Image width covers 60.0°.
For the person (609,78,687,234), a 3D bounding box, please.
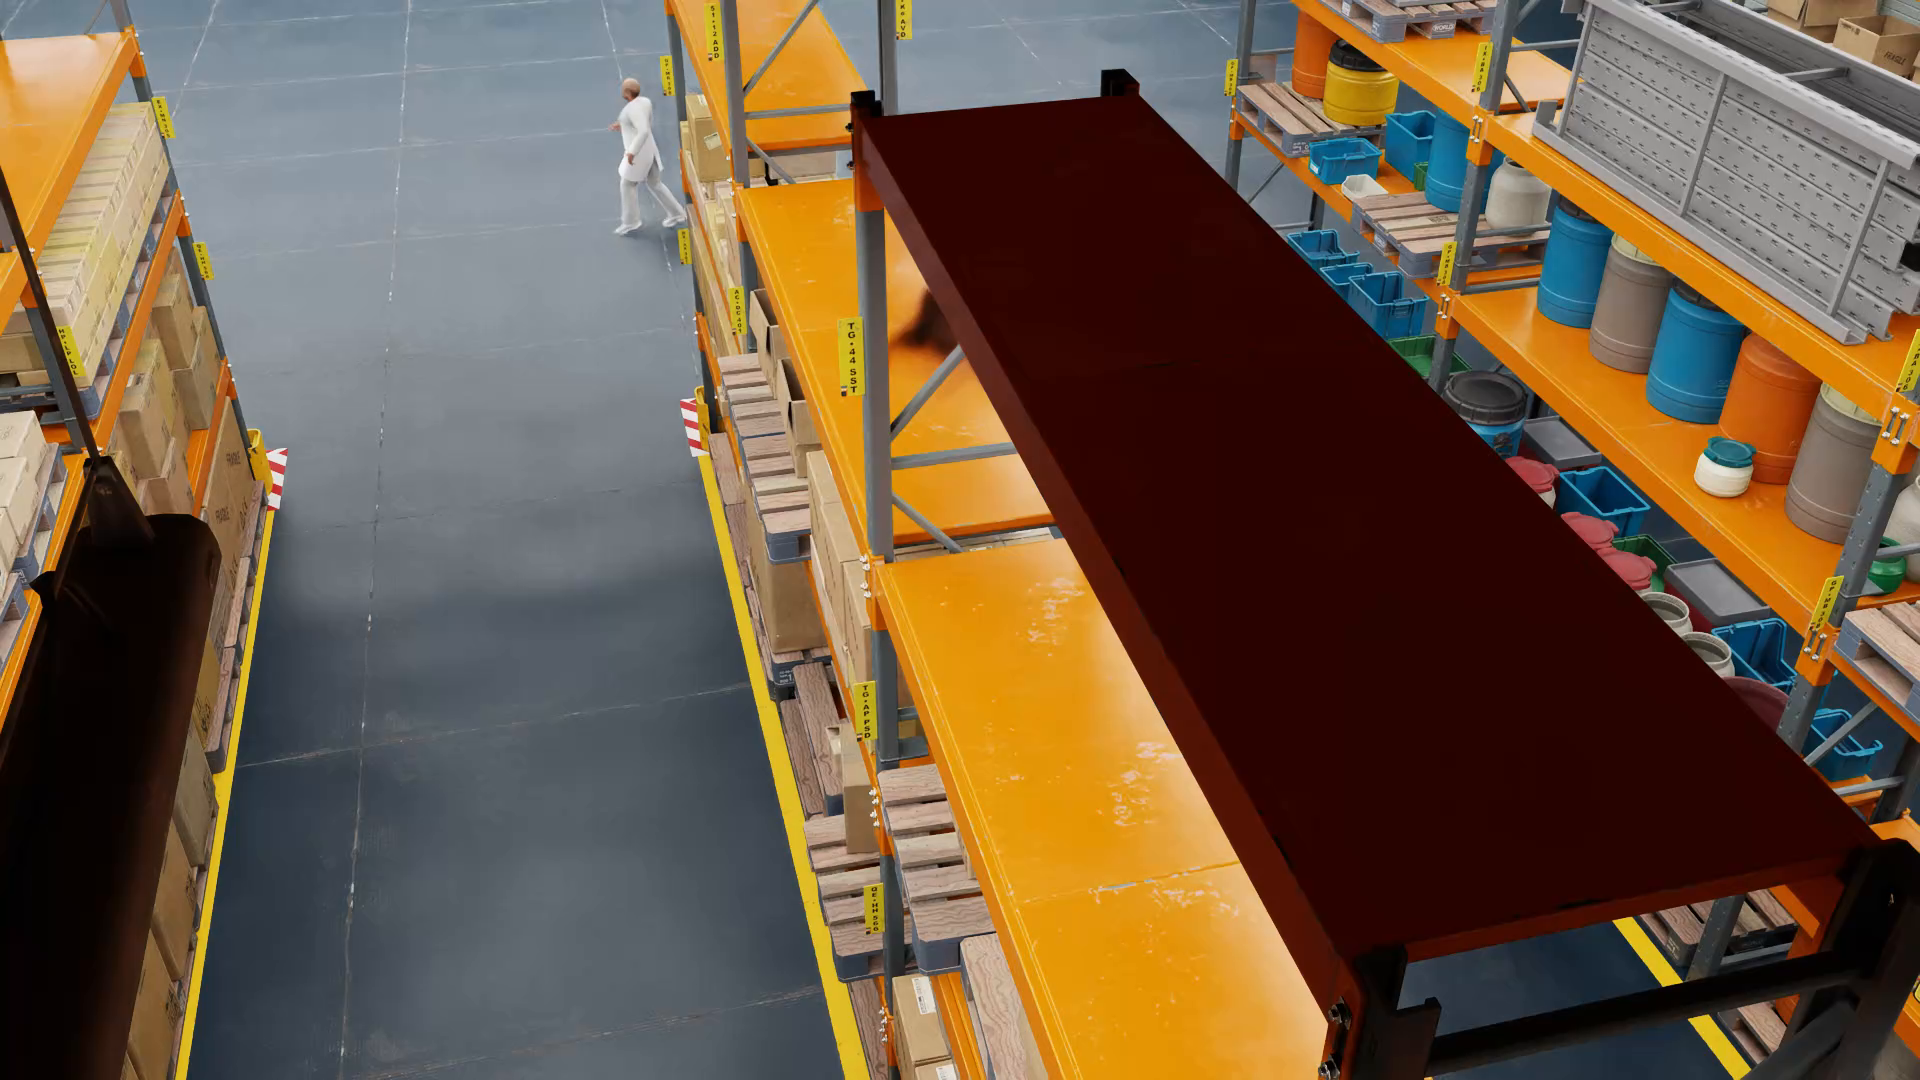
[{"bbox_3d":[-3.577,-4.303,18.806,0.887,1.845,0.736,9,35,13],"label":"person"}]
